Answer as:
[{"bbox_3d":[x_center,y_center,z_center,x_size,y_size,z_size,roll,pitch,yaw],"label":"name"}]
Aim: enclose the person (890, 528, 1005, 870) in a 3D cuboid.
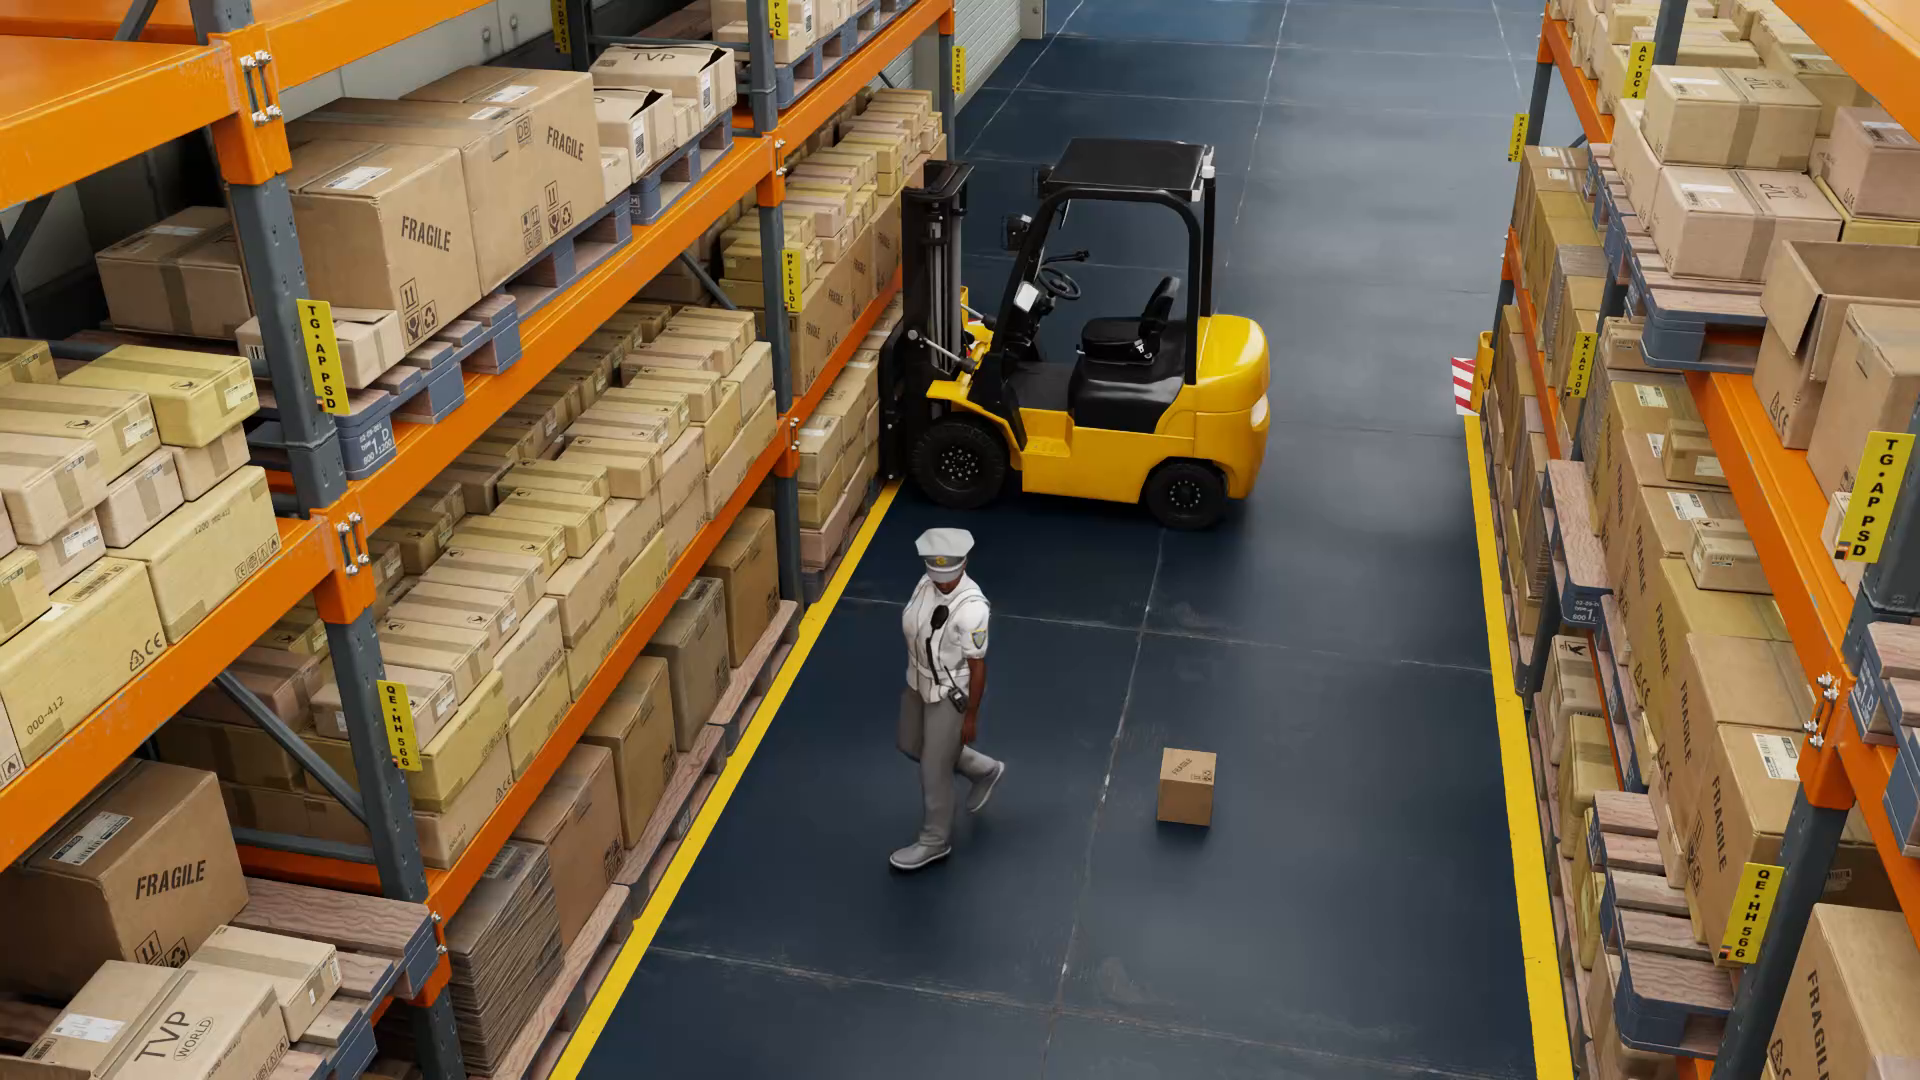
[{"bbox_3d":[-0.056,0.674,7.368,0.642,1.648,0.480,-14,32,-23],"label":"person"}]
